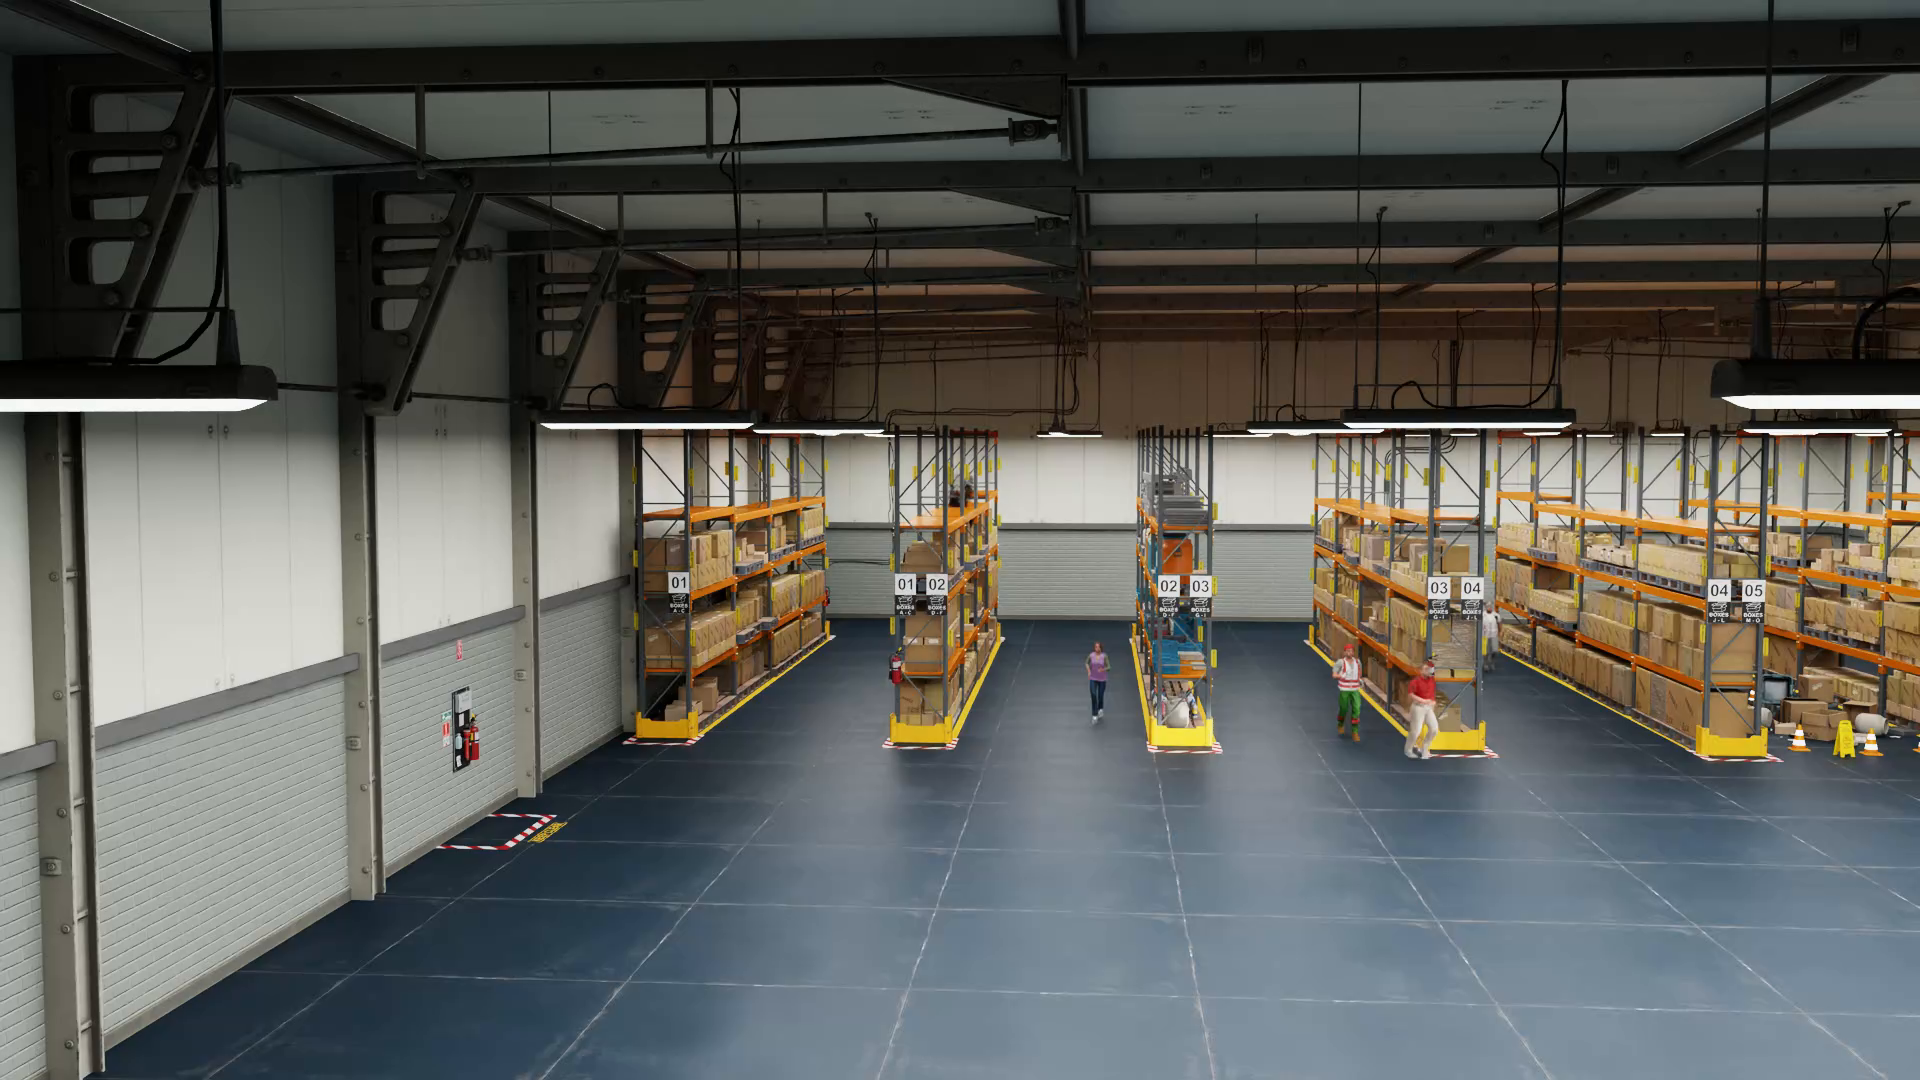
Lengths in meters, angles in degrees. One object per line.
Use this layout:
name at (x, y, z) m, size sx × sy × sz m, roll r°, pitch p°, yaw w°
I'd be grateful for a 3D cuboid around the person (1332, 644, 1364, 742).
person at (7.439, 2.887, 31.804) m, size 0.648 × 1.808 × 0.877 m, roll 0°, pitch 3°, yaw -3°

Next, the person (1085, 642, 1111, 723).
person at (2.805, 2.872, 33.857) m, size 0.538 × 1.611 × 0.789 m, roll 0°, pitch 3°, yaw 8°

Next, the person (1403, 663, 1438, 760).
person at (8.323, 3.100, 29.807) m, size 0.693 × 1.784 × 0.692 m, roll -2°, pitch 4°, yaw -28°

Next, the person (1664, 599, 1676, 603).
person at (20.269, 2.033, 47.262) m, size 0.603 × 1.671 × 0.795 m, roll 1°, pitch 3°, yaw 10°

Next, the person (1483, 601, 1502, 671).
person at (13.095, 2.380, 41.076) m, size 0.648 × 1.764 × 0.621 m, roll 1°, pitch 3°, yaw 9°
